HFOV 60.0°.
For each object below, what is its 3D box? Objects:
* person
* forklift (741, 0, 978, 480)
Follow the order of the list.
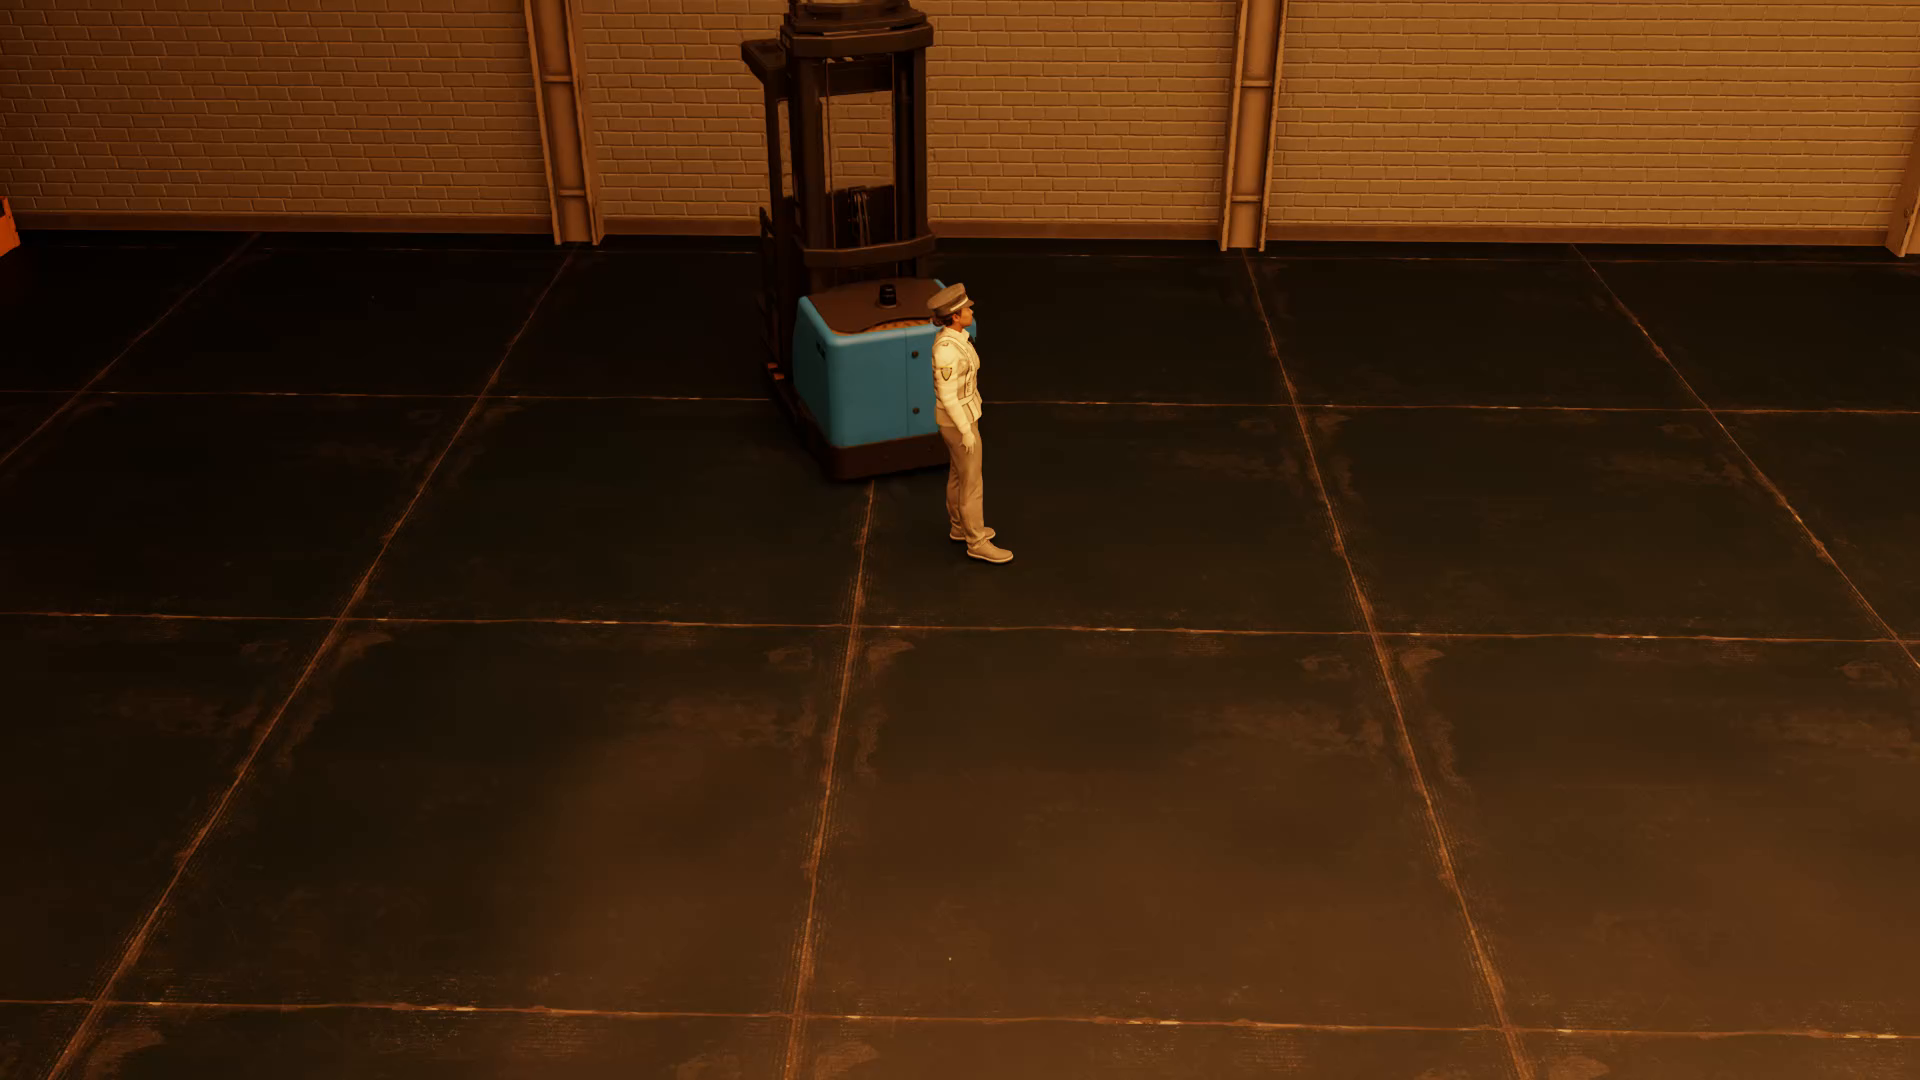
[{"bbox_3d":[0.069,-0.732,10.059,0.529,1.694,0.587,1,31,1],"label":"person"},{"bbox_3d":[-0.846,-2.398,11.681,1.130,2.935,3.031,-10,32,-17],"label":"forklift"}]
